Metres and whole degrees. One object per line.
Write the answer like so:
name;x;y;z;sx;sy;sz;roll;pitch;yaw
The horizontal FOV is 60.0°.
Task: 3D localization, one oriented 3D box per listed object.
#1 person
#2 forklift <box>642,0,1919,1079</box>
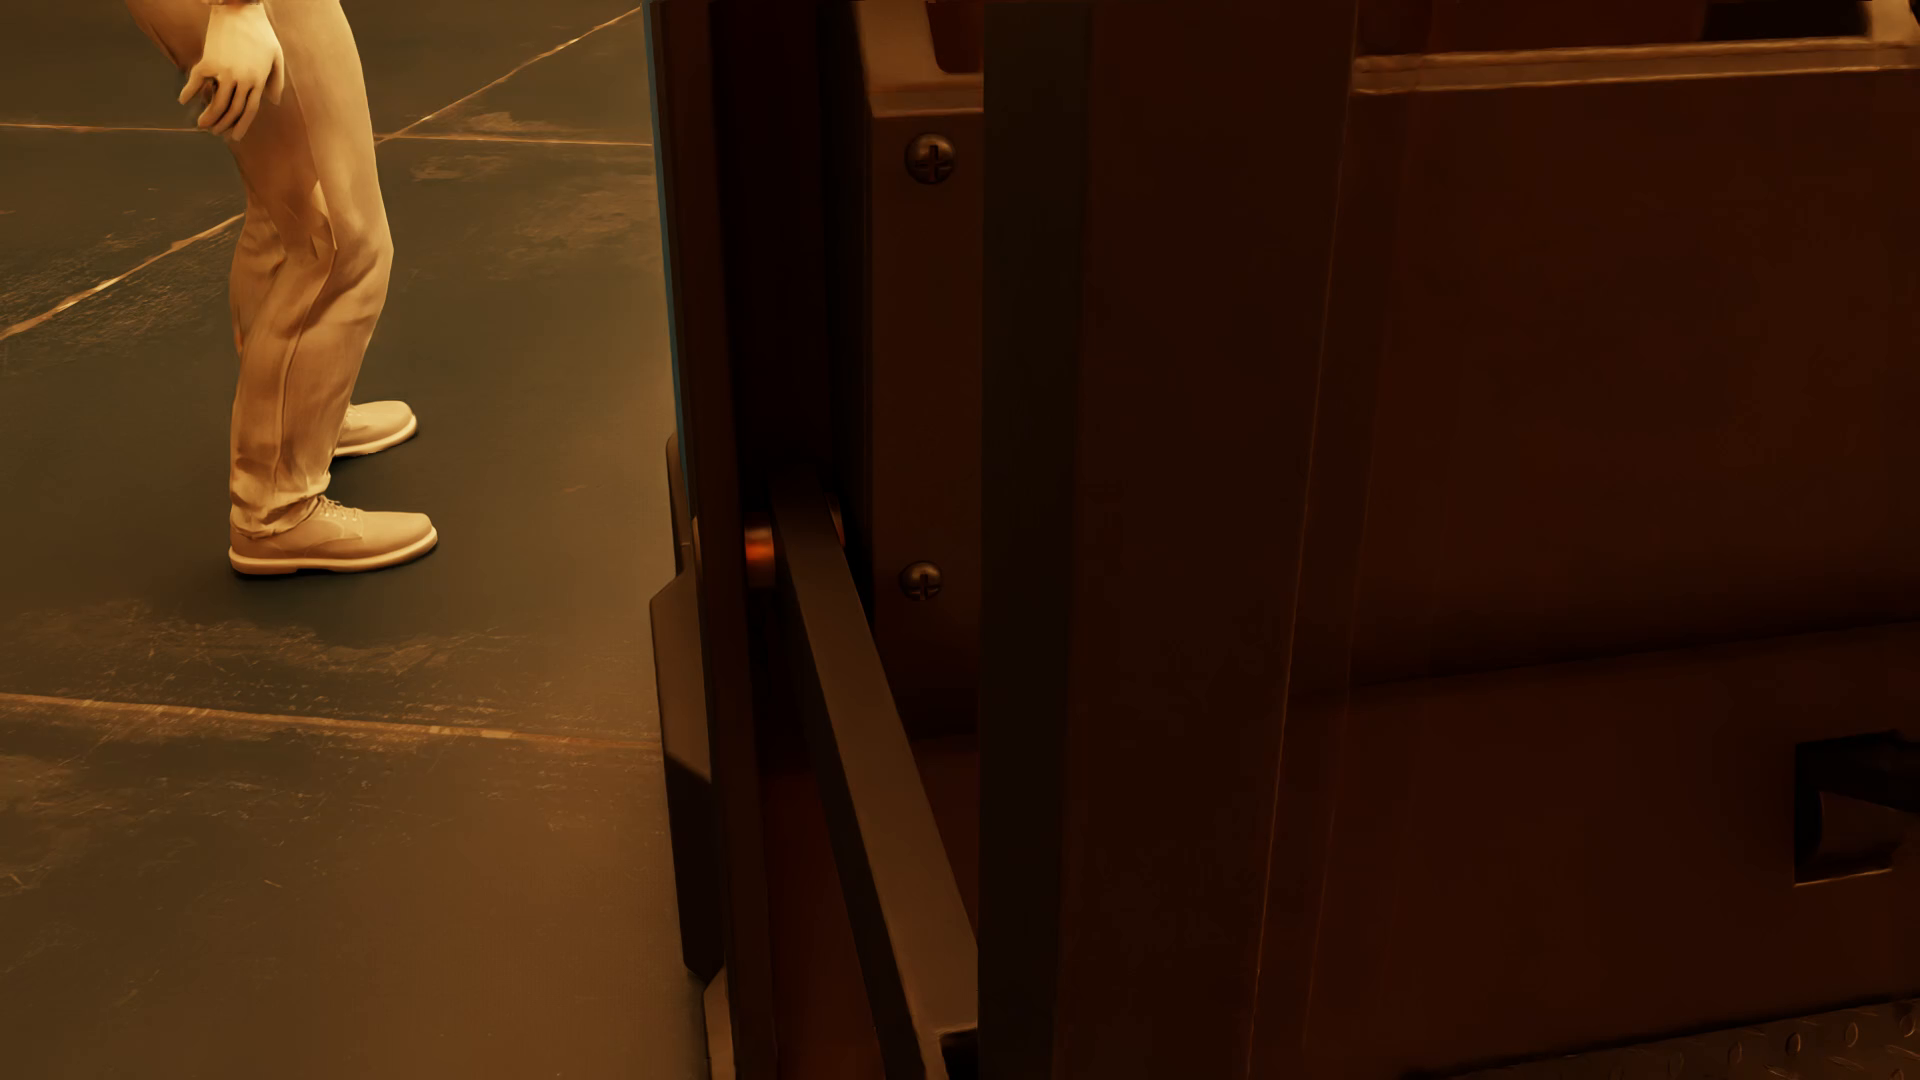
person;-0.949;-0.759;2.192;0.361;1.642;0.741;-13;29;-25
forklift;0.452;-0.581;0.380;1.130;2.935;3.031;-6;27;-11
